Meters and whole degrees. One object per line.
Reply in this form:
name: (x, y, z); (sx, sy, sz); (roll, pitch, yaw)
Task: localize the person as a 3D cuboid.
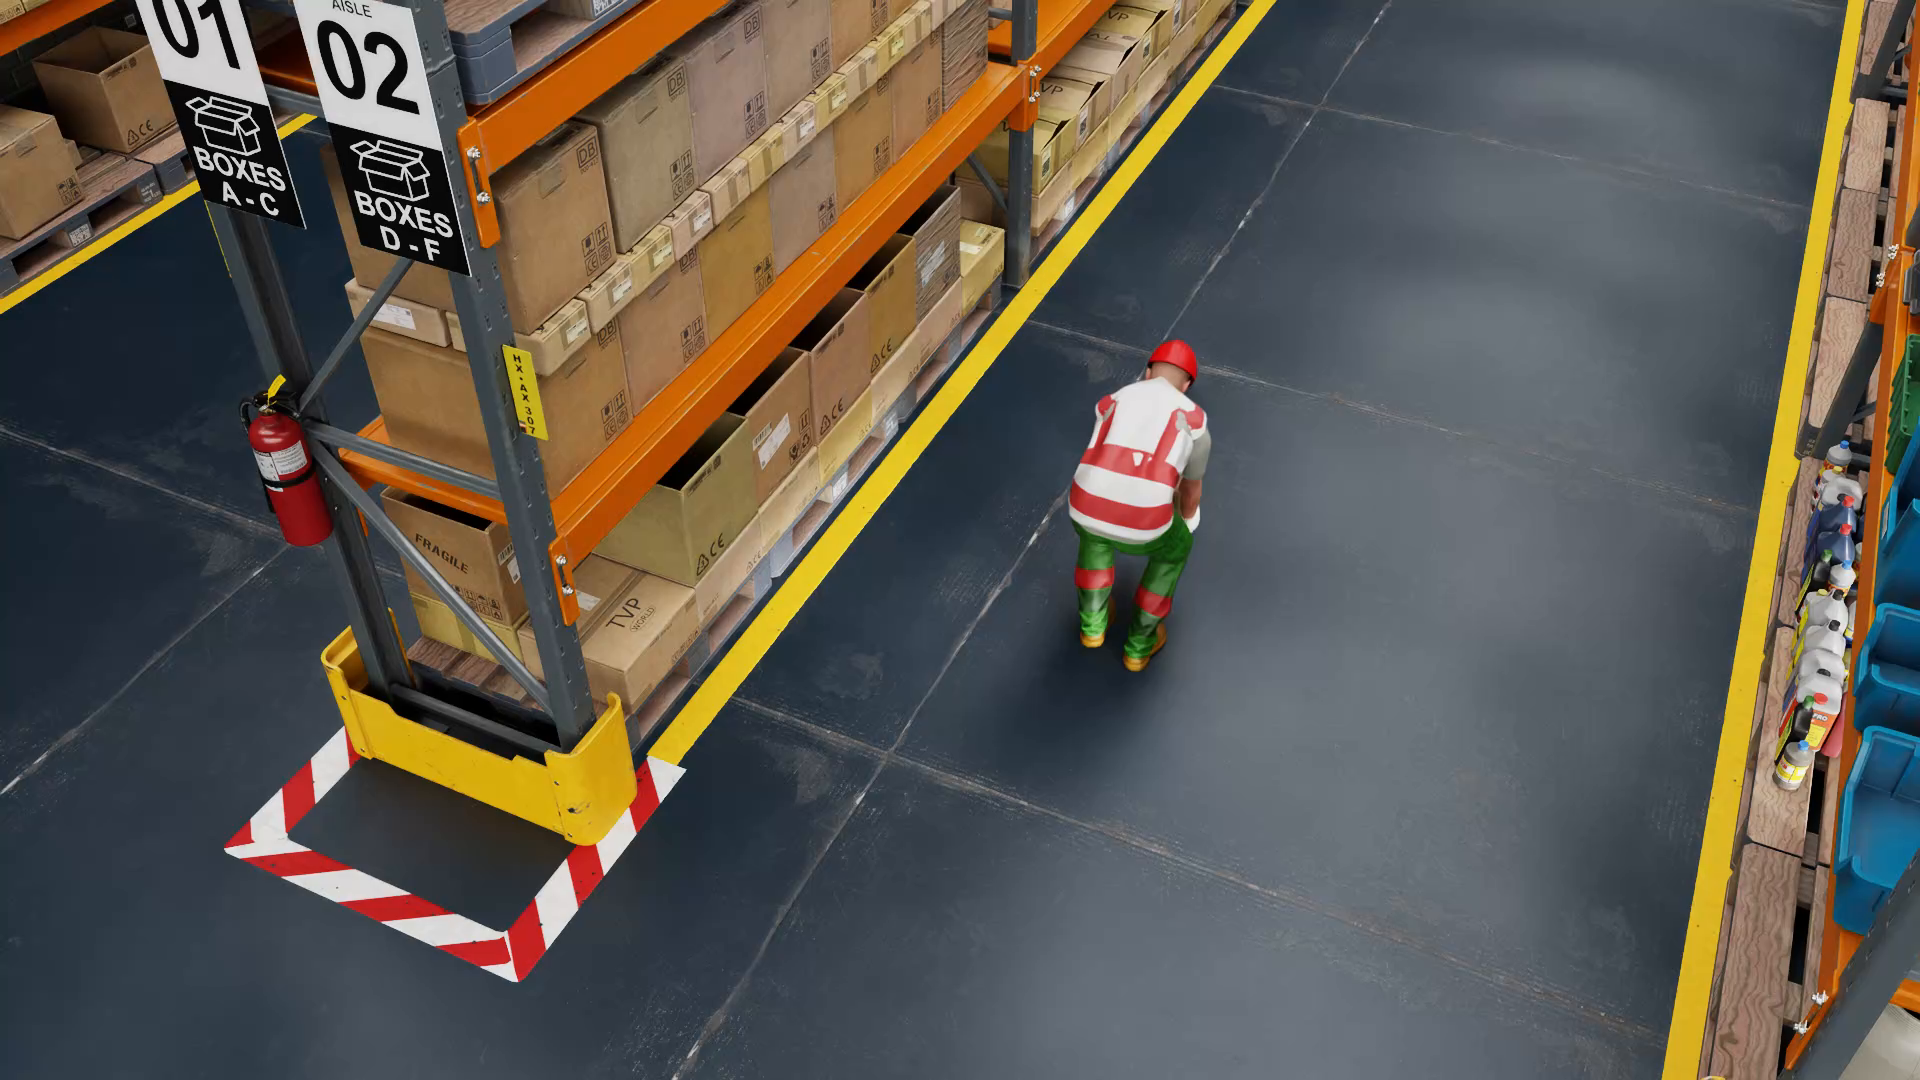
person: (0.735, -0.124, 6.754); (0.509, 1.157, 0.947); (15, 44, 17)
